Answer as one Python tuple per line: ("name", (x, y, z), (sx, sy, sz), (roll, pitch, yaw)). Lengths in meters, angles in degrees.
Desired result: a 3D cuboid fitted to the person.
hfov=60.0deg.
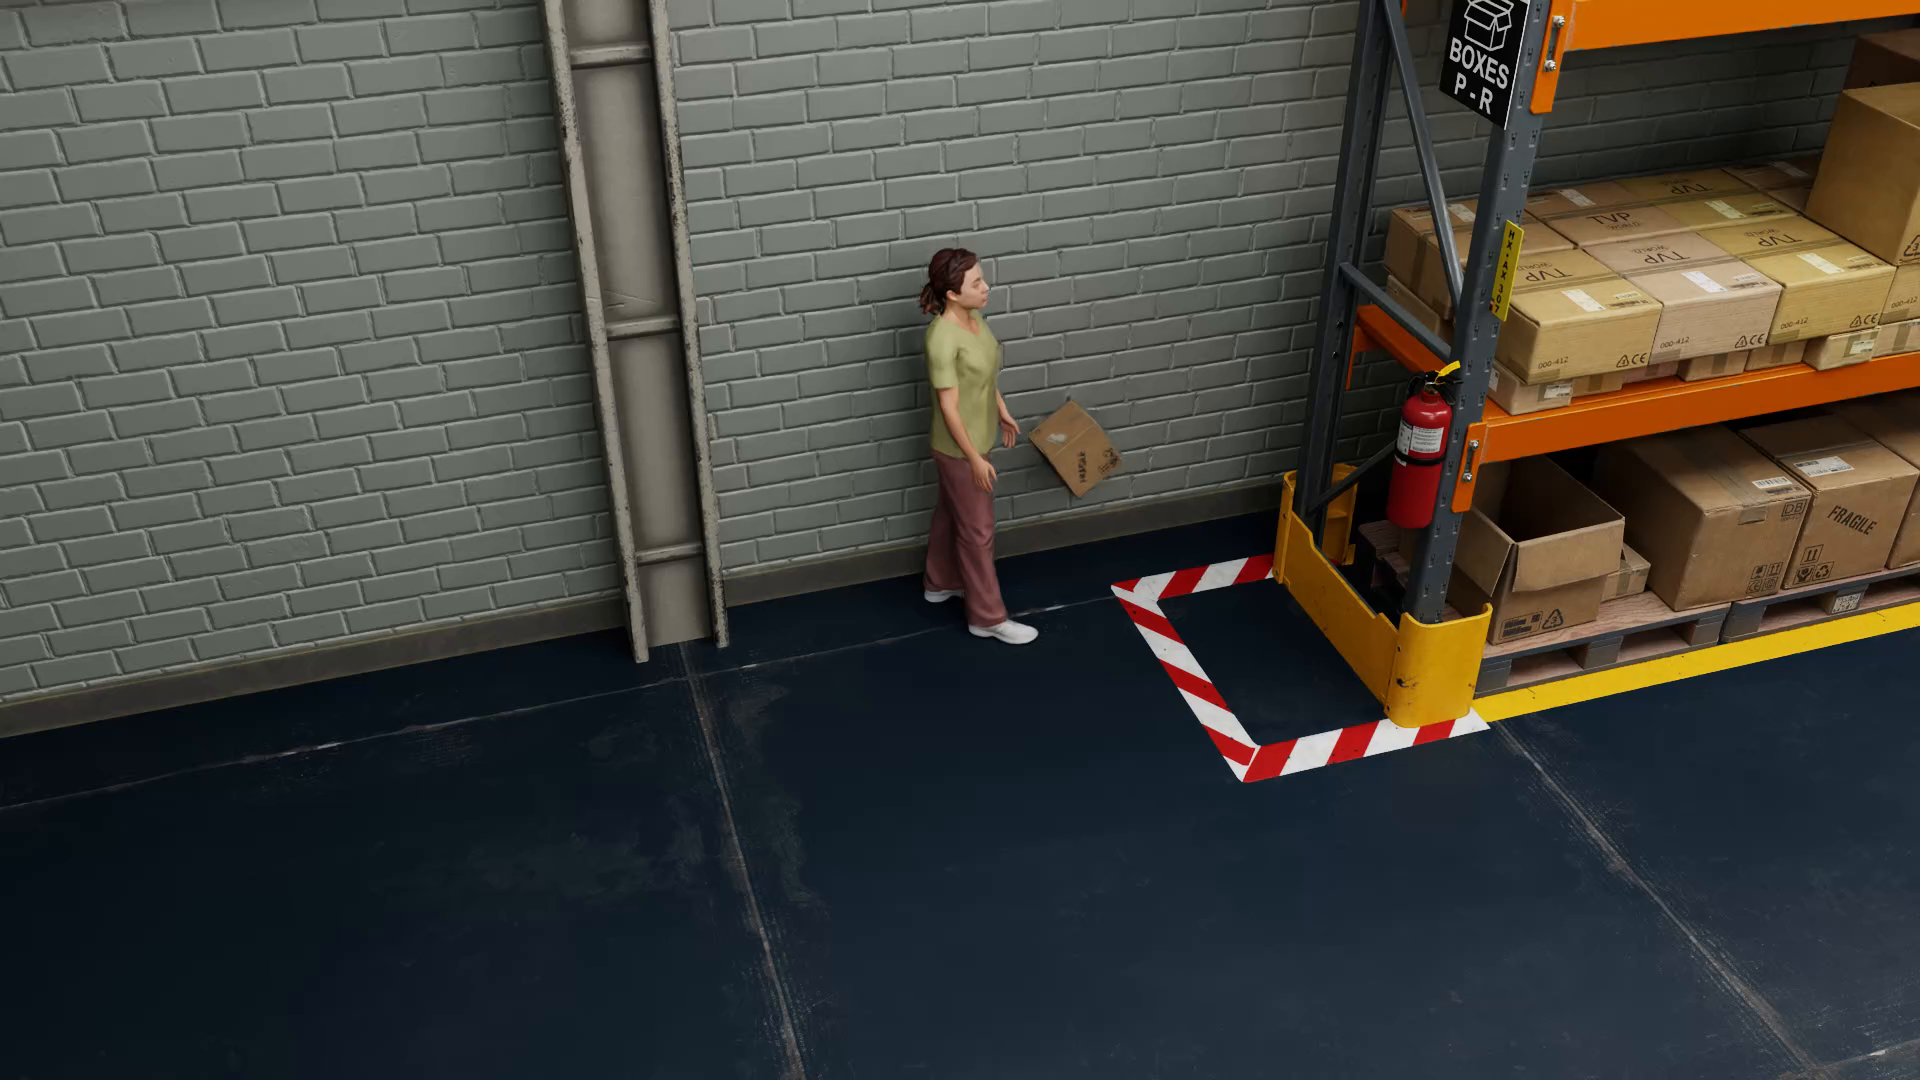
("person", (0.094, -0.377, 6.704), (0.559, 1.652, 0.514), (8, 35, 11))
